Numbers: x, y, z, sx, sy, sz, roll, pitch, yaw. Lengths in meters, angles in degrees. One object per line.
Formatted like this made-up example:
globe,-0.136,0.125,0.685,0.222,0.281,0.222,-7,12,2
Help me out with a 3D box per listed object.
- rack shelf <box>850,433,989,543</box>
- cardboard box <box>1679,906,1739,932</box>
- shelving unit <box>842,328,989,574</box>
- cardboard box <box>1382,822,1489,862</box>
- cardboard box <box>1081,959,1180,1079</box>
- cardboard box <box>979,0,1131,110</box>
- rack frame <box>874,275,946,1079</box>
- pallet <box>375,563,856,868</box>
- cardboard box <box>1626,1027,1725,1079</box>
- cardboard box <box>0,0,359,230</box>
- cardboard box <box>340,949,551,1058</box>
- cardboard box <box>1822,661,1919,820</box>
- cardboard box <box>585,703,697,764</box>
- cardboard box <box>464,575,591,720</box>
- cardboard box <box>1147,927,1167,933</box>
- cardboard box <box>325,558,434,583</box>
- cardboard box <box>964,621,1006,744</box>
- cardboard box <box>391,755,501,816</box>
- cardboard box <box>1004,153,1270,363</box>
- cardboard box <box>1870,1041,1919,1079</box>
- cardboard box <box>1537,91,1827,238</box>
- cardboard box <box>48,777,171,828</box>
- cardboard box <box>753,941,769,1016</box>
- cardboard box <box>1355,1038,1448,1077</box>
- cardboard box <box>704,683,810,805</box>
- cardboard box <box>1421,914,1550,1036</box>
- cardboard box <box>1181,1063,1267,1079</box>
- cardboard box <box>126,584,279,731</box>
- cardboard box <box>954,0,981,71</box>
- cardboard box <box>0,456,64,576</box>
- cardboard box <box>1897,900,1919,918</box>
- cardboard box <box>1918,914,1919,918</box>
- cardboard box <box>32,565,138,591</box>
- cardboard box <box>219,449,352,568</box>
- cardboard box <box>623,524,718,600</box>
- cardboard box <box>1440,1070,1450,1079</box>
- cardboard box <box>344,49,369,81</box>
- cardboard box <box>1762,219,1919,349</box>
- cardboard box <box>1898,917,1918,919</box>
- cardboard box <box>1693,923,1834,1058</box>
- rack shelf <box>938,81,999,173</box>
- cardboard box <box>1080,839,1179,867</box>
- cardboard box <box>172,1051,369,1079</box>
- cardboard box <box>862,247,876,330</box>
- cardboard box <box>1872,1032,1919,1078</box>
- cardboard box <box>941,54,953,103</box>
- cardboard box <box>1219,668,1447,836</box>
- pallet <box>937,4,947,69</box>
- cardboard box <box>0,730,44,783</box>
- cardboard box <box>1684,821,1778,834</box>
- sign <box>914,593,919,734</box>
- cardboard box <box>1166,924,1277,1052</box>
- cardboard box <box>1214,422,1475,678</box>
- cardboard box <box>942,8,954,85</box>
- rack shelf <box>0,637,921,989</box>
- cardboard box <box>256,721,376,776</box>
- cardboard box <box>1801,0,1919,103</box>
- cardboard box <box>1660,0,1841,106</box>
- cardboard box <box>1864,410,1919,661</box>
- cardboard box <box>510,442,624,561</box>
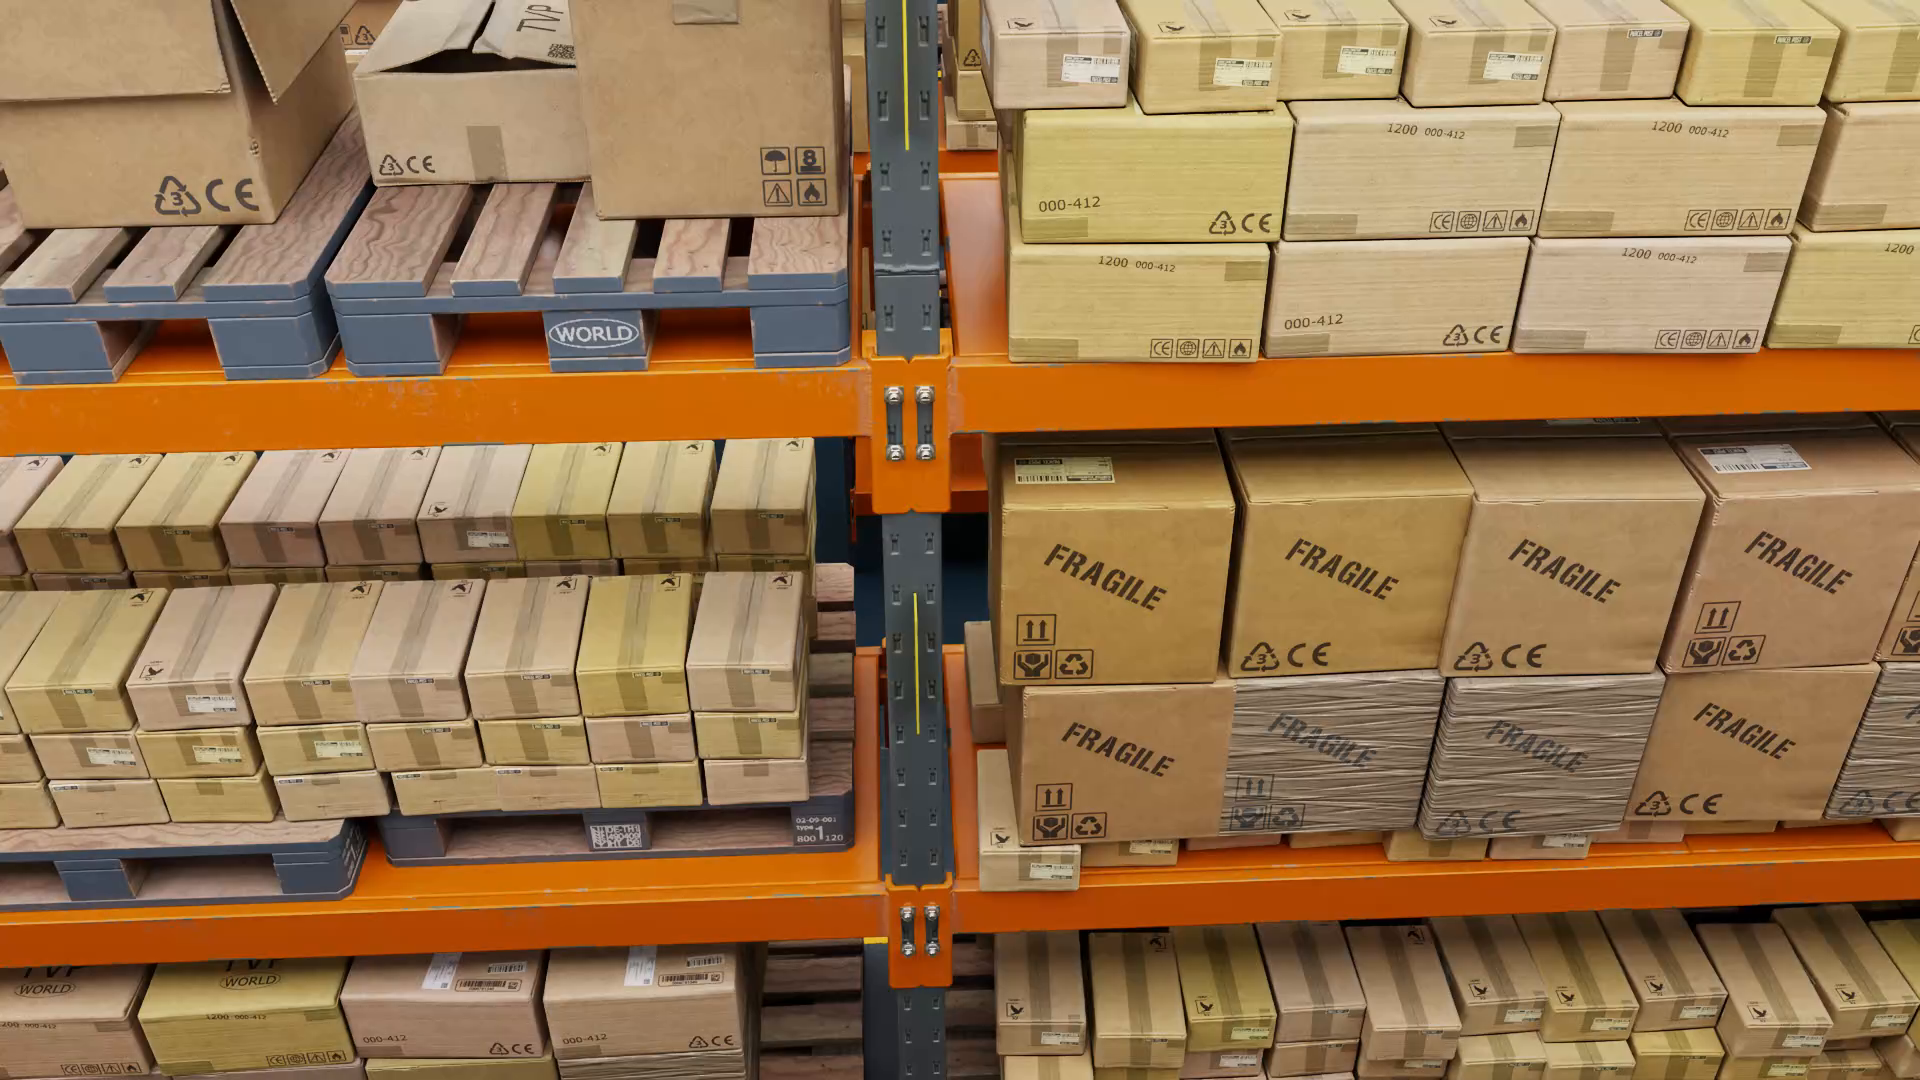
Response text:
rack shelf,0.007,-0.262,7.569,1.000,0.278,0.538,-2,35,-2
cardboard box,2.295,1.114,5.380,0.250,0.149,0.380,-3,35,-5
shelving unit,0.007,-0.463,7.430,1.048,1.125,0.538,-2,35,-2
cardboard box,1.217,0.659,4.382,0.250,0.149,0.380,-1,35,-1
cardboard box,0.499,1.429,4.924,0.250,0.149,0.380,-1,35,-2
cardboard box,0.176,-0.974,3.228,0.250,0.149,0.380,-2,35,-3
rack frame,-0.126,0.437,4.482,0.127,3.000,1.000,-2,35,-2
pallet,-0.897,0.454,4.626,1.213,0.211,1.003,-2,35,-2
cardboard box,2.063,1.416,4.943,0.250,0.149,0.380,0,35,0
cardboard box,-1.675,-1.044,3.527,0.637,0.503,0.797,-2,35,-3
cardboard box,-1.372,1.154,4.615,0.500,0.250,0.500,0,35,0
cardboard box,2.412,0.355,4.252,0.500,0.500,0.500,-1,35,-2
cardboard box,-0.777,0.376,4.160,0.250,0.149,0.380,-1,35,-2
cardboard box,-1.045,0.259,4.069,0.250,0.149,0.380,-3,35,-4
cardboard box,0.710,1.094,5.408,0.250,0.149,0.380,-3,35,-4
cardboard box,-1.587,0.026,4.667,0.250,0.149,0.380,0,35,0
cardboard box,0.148,0.400,4.757,0.250,0.149,0.380,-2,35,-3
cardboard box,-1.272,0.511,4.228,0.250,0.149,0.380,-3,35,-5
cardboard box,0.349,-0.597,3.472,0.500,0.250,0.500,0,35,0
cardboard box,2.833,1.485,5.105,0.250,0.149,0.380,-2,35,-2
cardboard box,1.367,-0.833,3.374,0.500,0.250,0.500,-1,35,-1
cardboard box,-2.081,0.535,4.192,0.250,0.149,0.380,-3,35,-4
cardboard box,-0.877,1.162,5.263,0.500,0.500,0.500,0,35,0
cardboard box,1.287,1.402,4.963,0.250,0.149,0.380,0,35,0
cardboard box,-0.514,0.491,4.256,0.250,0.149,0.380,-2,35,-3
cardboard box,1.542,1.258,4.910,0.250,0.149,0.380,-3,35,-4
cardboard box,0.764,1.566,4.987,0.250,0.149,0.380,-2,35,-2
cardboard box,-1.820,0.280,4.039,0.250,0.149,0.380,-3,35,-4
cardboard box,0.230,-2.621,8.113,0.500,0.500,0.500,-2,35,-2
cardboard box,-2.634,-0.068,4.541,0.250,0.149,0.380,-2,35,-2
cardboard box,3.058,1.050,5.471,0.250,0.149,0.380,-2,35,-2
cardboard box,3.099,1.217,4.969,0.250,0.149,0.380,-1,35,-1
cardboard box,-2.361,0.045,4.639,0.250,0.149,0.380,-1,35,-1
cardboard box,-1.833,-0.092,4.576,0.250,0.149,0.380,0,35,0
cardboard box,-0.800,0.003,4.700,0.250,0.149,0.380,-2,35,-3
cardboard box,1.547,1.552,5.008,0.250,0.149,0.380,-2,35,-4
cardboard box,-2.731,-2.207,8.216,0.500,0.500,0.500,-2,35,-3
cardboard box,1.892,-0.630,3.521,0.500,0.250,0.500,0,35,0
cardboard box,3.073,1.215,5.495,0.250,0.149,0.380,-2,35,-2
cardboard box,2.319,1.306,4.840,0.250,0.149,0.380,0,35,0
rack shelf,1.738,-2.143,8.842,4.000,0.370,1.077,-2,35,-2
cardboard box,0.427,0.670,4.367,0.250,0.149,0.380,-1,35,-1
cardboard box,-1.879,1.481,4.802,0.500,0.500,0.500,-2,35,-3
cardboard box,-0.898,-1.655,9.004,0.875,0.875,1.225,-1,35,-2
cardboard box,2.837,1.398,4.968,0.250,0.149,0.380,-3,35,-4
cardboard box,0.029,-2.476,8.912,0.250,0.149,0.380,-1,35,-2
cardboard box,0.874,0.387,4.206,0.500,0.500,0.500,-2,35,-2
pallet,0.238,-4.095,13.482,1.213,0.211,1.003,-2,35,-2
cardboard box,-2.343,0.419,4.099,0.250,0.149,0.380,-2,35,-3
cardboard box,2.002,0.604,4.463,0.250,0.149,0.380,-1,35,-1
sign,-0.096,0.277,3.697,0.005,0.325,0.100,-2,35,-2
cardboard box,0.756,1.292,4.860,0.250,0.149,0.380,-2,35,-3
cardboard box,0.853,-0.033,3.935,0.500,0.500,0.500,-3,35,-4
cardboard box,0.168,-2.606,8.751,0.500,0.250,0.500,-2,35,-3
rack shelf,-2.124,0.787,4.609,4.000,0.370,1.077,-2,35,-2
cardboard box,-1.558,0.398,4.130,0.250,0.149,0.380,-3,35,-5
cardboard box,1.752,-0.997,3.260,0.250,0.149,0.380,-3,35,-4
cardboard box,1.491,-0.982,3.239,0.250,0.149,0.380,0,35,0
cardboard box,2.399,-0.058,3.971,0.500,0.500,0.500,0,35,0
cardboard box,-1.076,-0.111,4.604,0.250,0.149,0.380,-1,35,-2
